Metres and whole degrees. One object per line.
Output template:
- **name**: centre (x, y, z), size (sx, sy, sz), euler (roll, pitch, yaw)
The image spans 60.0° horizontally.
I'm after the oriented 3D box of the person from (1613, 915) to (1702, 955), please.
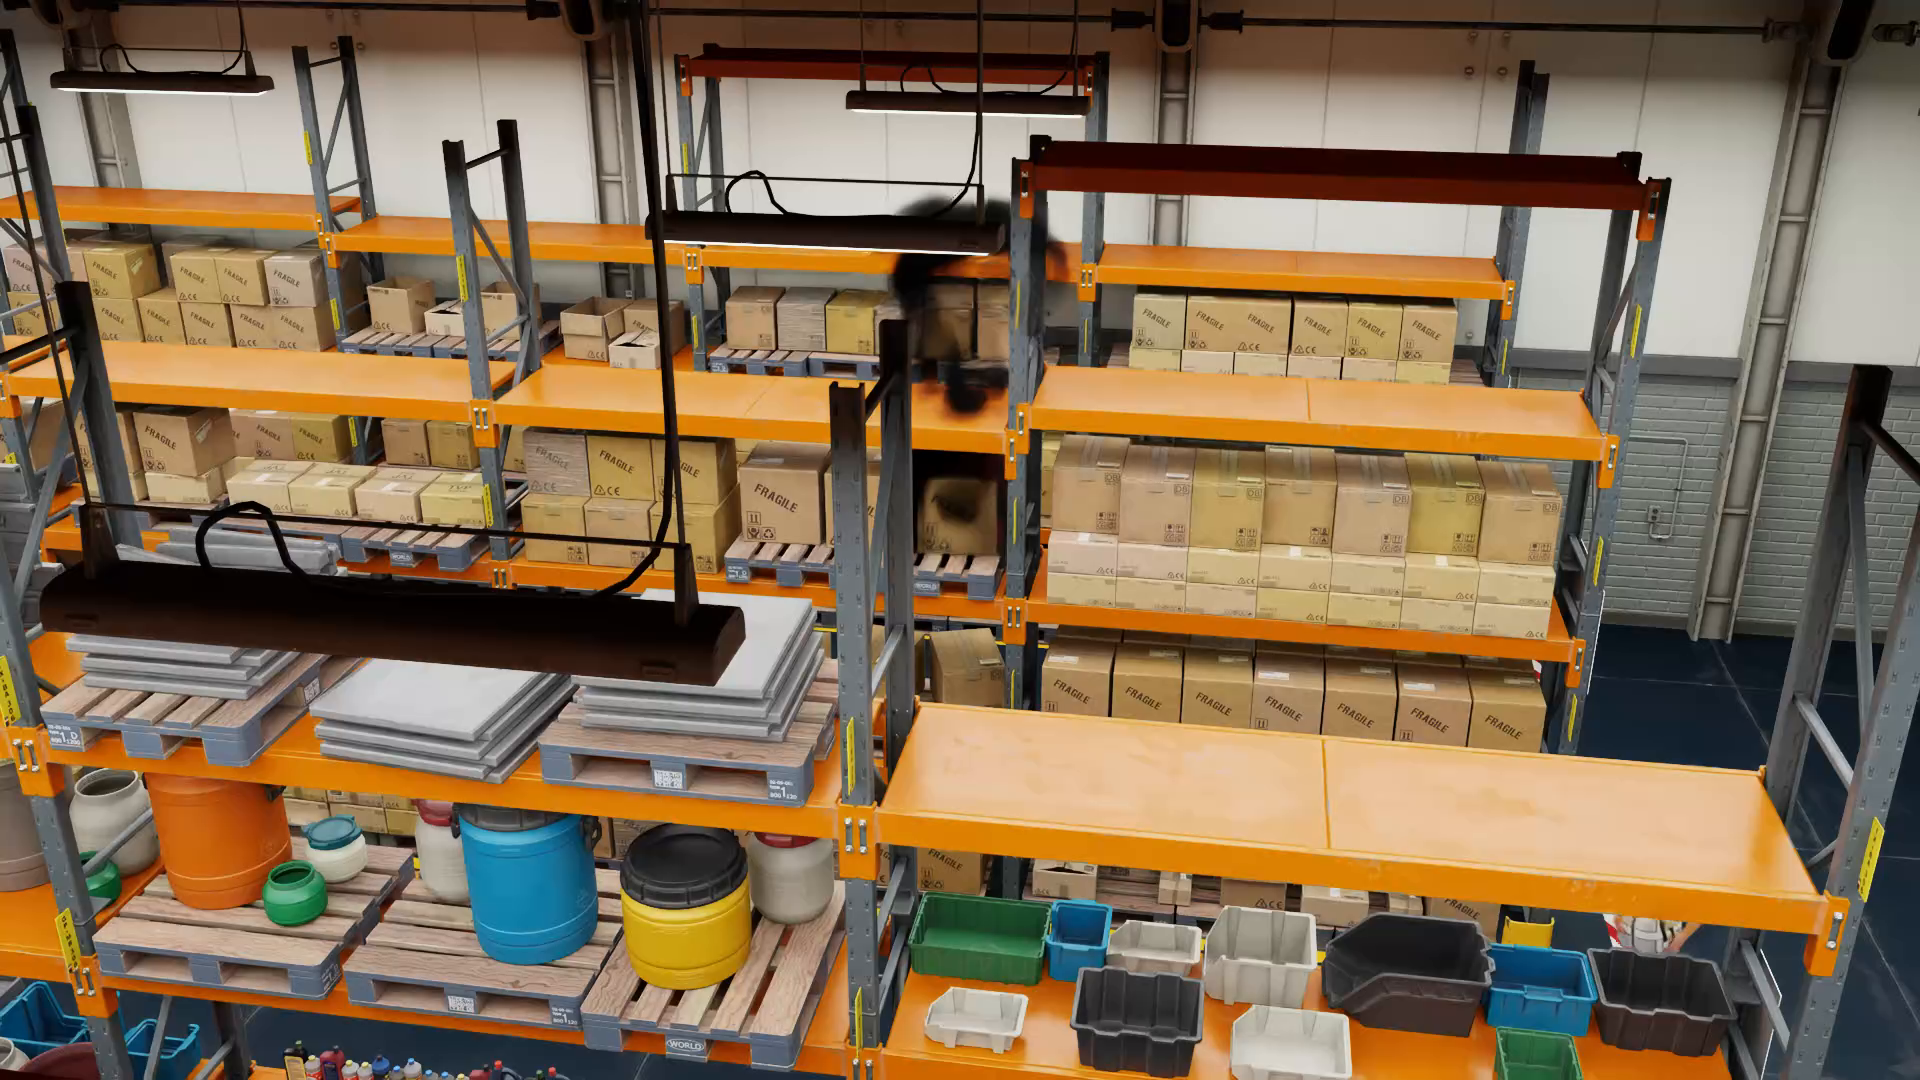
- **person**: centre (4.797, 2.768, 11.639), size (0.930, 1.757, 0.695), euler (-17, 29, -35)
